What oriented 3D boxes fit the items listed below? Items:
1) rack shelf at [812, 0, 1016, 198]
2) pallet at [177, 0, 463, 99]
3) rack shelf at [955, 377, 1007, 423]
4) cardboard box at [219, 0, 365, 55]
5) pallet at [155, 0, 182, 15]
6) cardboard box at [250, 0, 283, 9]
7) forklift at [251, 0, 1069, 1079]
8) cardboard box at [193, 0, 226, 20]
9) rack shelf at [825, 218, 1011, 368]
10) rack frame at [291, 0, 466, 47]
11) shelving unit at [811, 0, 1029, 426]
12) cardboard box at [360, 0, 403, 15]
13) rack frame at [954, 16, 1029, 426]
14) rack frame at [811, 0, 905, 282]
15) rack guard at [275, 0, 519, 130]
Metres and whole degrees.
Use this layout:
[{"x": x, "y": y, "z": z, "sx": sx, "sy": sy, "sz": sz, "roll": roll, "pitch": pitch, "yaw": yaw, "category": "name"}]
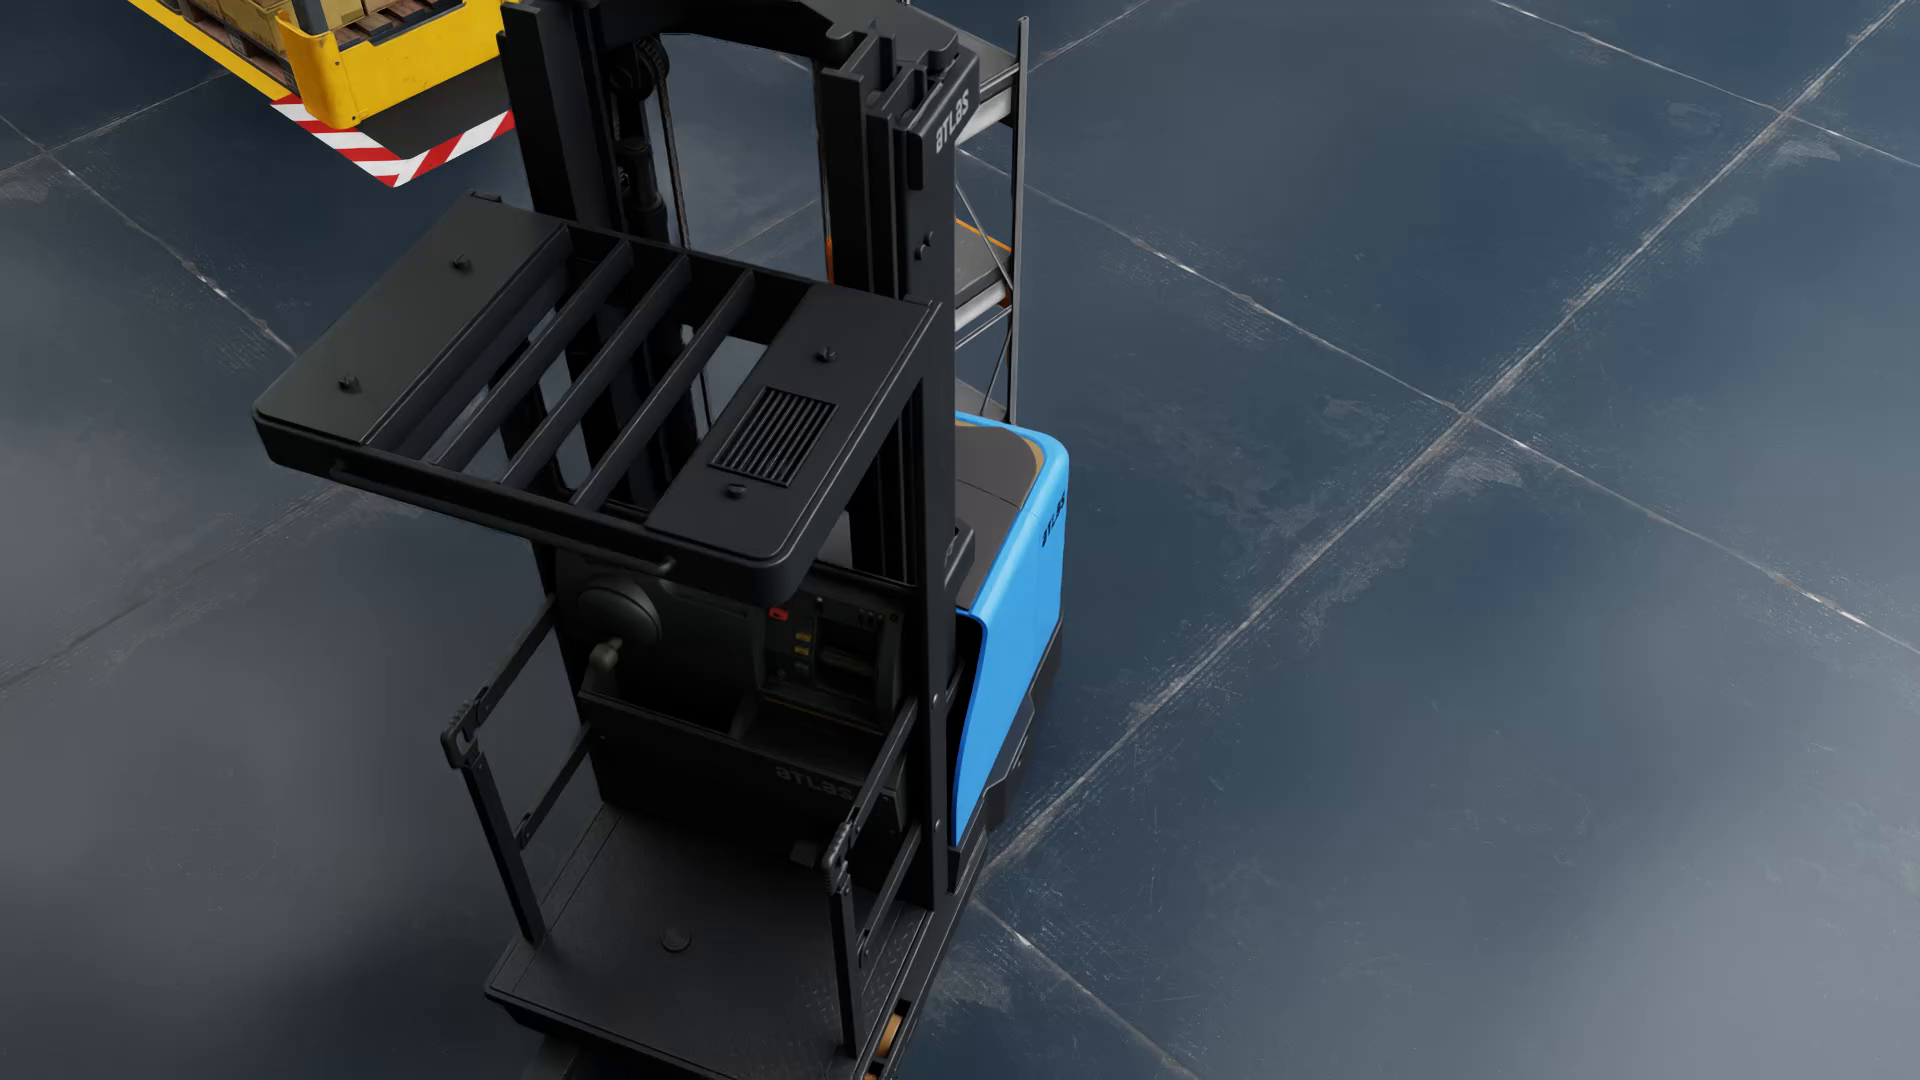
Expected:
[{"x": -0.122, "y": -1.270, "z": 5.061, "sx": 0.480, "sy": 0.518, "sz": 0.431, "roll": 34, "pitch": 55, "yaw": 28, "category": "rack shelf"}, {"x": -3.370, "y": -2.823, "z": 8.756, "sx": 1.213, "sy": 0.211, "sz": 1.003, "roll": 34, "pitch": 55, "yaw": 28, "category": "pallet"}, {"x": -0.122, "y": -0.312, "z": 6.082, "sx": 0.480, "sy": 0.518, "sz": 0.431, "roll": 34, "pitch": 55, "yaw": 28, "category": "rack shelf"}, {"x": -3.374, "y": -2.731, "z": 8.355, "sx": 0.500, "sy": 0.250, "sz": 0.500, "roll": 34, "pitch": 55, "yaw": 28, "category": "cardboard box"}, {"x": -4.262, "y": -3.426, "z": 9.322, "sx": 1.213, "sy": 0.211, "sz": 1.003, "roll": 34, "pitch": 55, "yaw": 28, "category": "pallet"}, {"x": -3.375, "y": -2.987, "z": 8.080, "sx": 0.500, "sy": 0.500, "sz": 0.500, "roll": 34, "pitch": 55, "yaw": 28, "category": "cardboard box"}, {"x": -0.650, "y": 0.303, "z": 3.955, "sx": 1.130, "sy": 2.935, "sz": 3.031, "roll": 16, "pitch": 49, "yaw": 14, "category": "forklift"}, {"x": -3.750, "y": -2.972, "z": 8.581, "sx": 0.500, "sy": 0.250, "sz": 0.500, "roll": 34, "pitch": 55, "yaw": 28, "category": "cardboard box"}, {"x": -0.122, "y": -0.791, "z": 5.571, "sx": 0.480, "sy": 0.518, "sz": 0.431, "roll": 34, "pitch": 55, "yaw": 28, "category": "rack shelf"}, {"x": -2.779, "y": -3.422, "z": 7.405, "sx": 0.127, "sy": 3.000, "sz": 1.000, "roll": 34, "pitch": 55, "yaw": 28, "category": "rack frame"}, {"x": -0.122, "y": -0.801, "z": 5.561, "sx": 0.503, "sy": 2.100, "sz": 0.431, "roll": 34, "pitch": 55, "yaw": 28, "category": "shelving unit"}, {"x": -3.023, "y": -3.009, "z": 8.615, "sx": 0.500, "sy": 0.250, "sz": 0.500, "roll": 34, "pitch": 55, "yaw": 28, "category": "cardboard box"}, {"x": 0.058, "y": -0.680, "z": 5.448, "sx": 0.015, "sy": 2.100, "sz": 0.400, "roll": 34, "pitch": 55, "yaw": 28, "category": "rack frame"}, {"x": -0.301, "y": -0.921, "z": 5.675, "sx": 0.015, "sy": 2.100, "sz": 0.400, "roll": 34, "pitch": 55, "yaw": 28, "category": "rack frame"}, {"x": -2.762, "y": -2.554, "z": 8.305, "sx": 0.348, "sy": 0.500, "sz": 1.175, "roll": 34, "pitch": 55, "yaw": 28, "category": "rack guard"}]
